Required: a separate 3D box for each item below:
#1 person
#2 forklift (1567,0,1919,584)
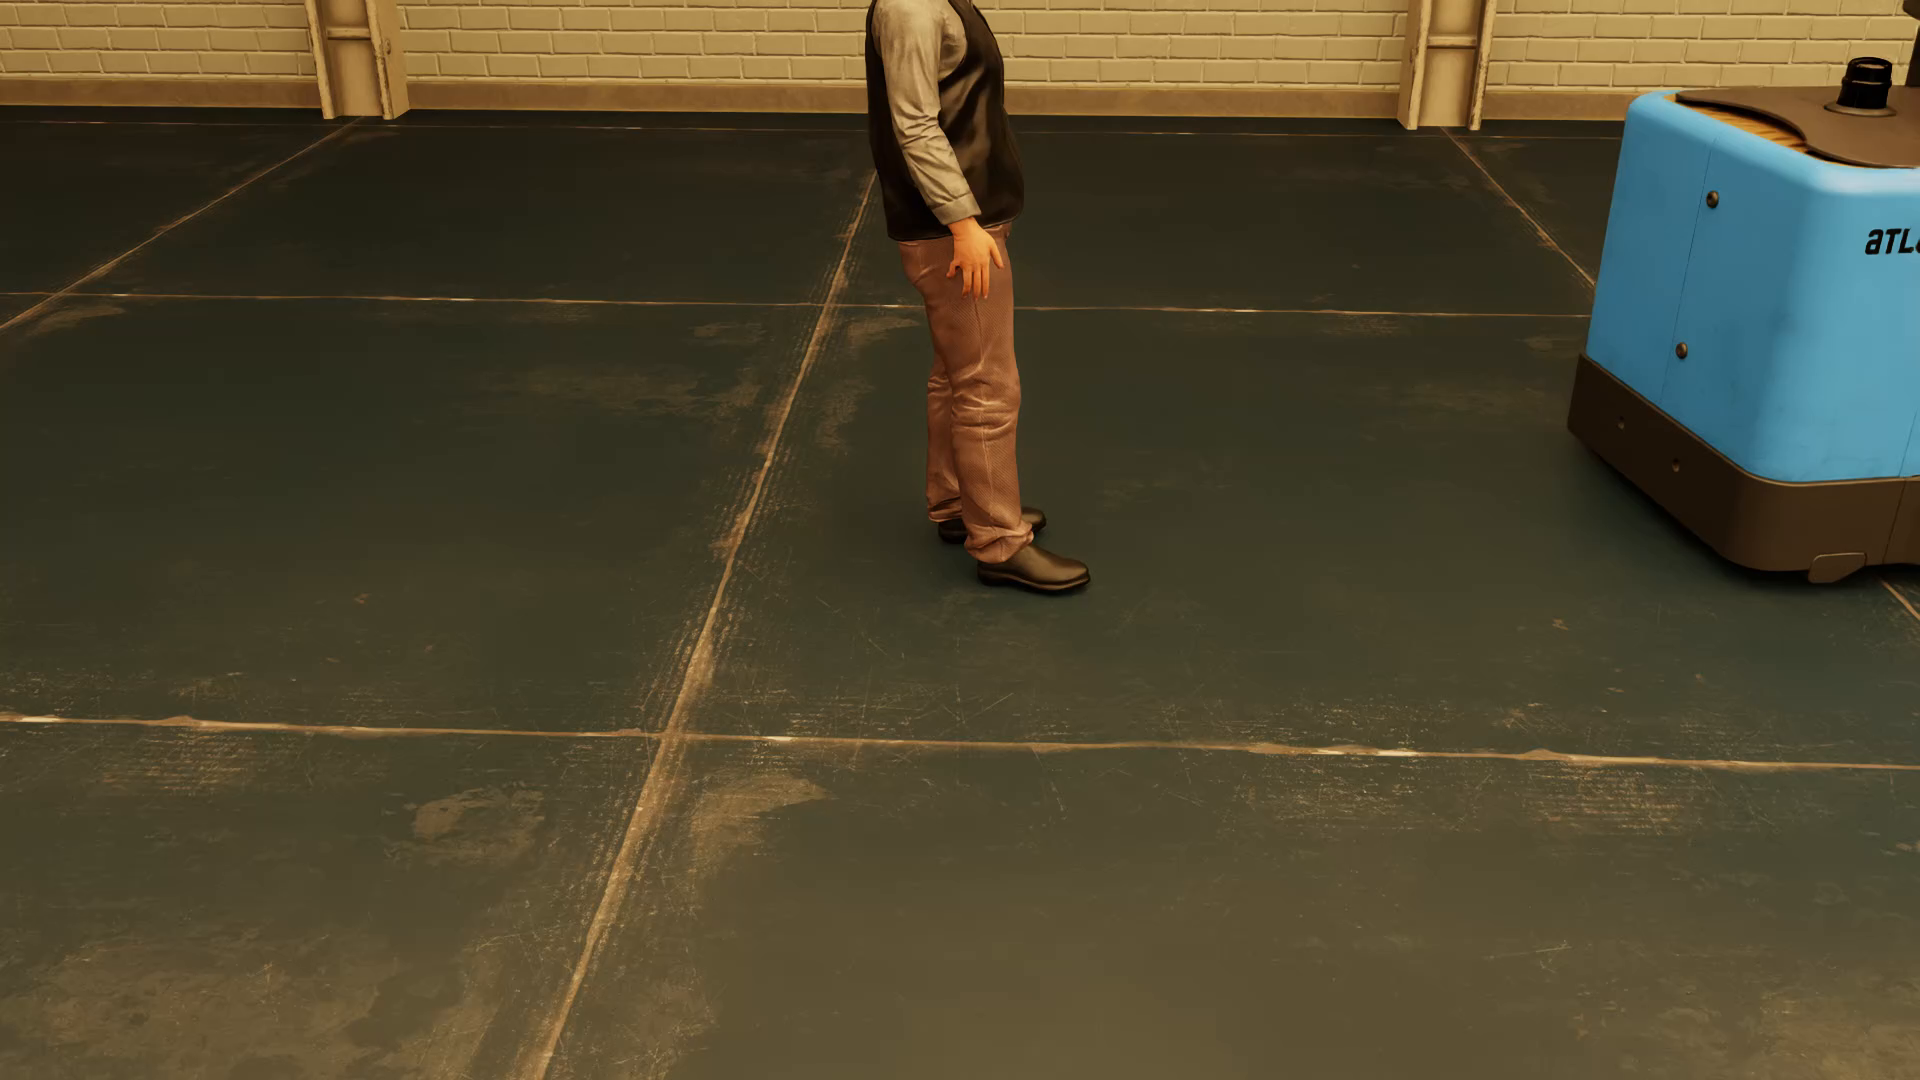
[{"bbox_3d":[0.061,-0.774,4.128,0.568,1.720,0.632,1,26,2],"label":"person"},{"bbox_3d":[3.401,-1.483,4.215,3.031,2.935,1.130,-3,26,-7],"label":"forklift"}]
